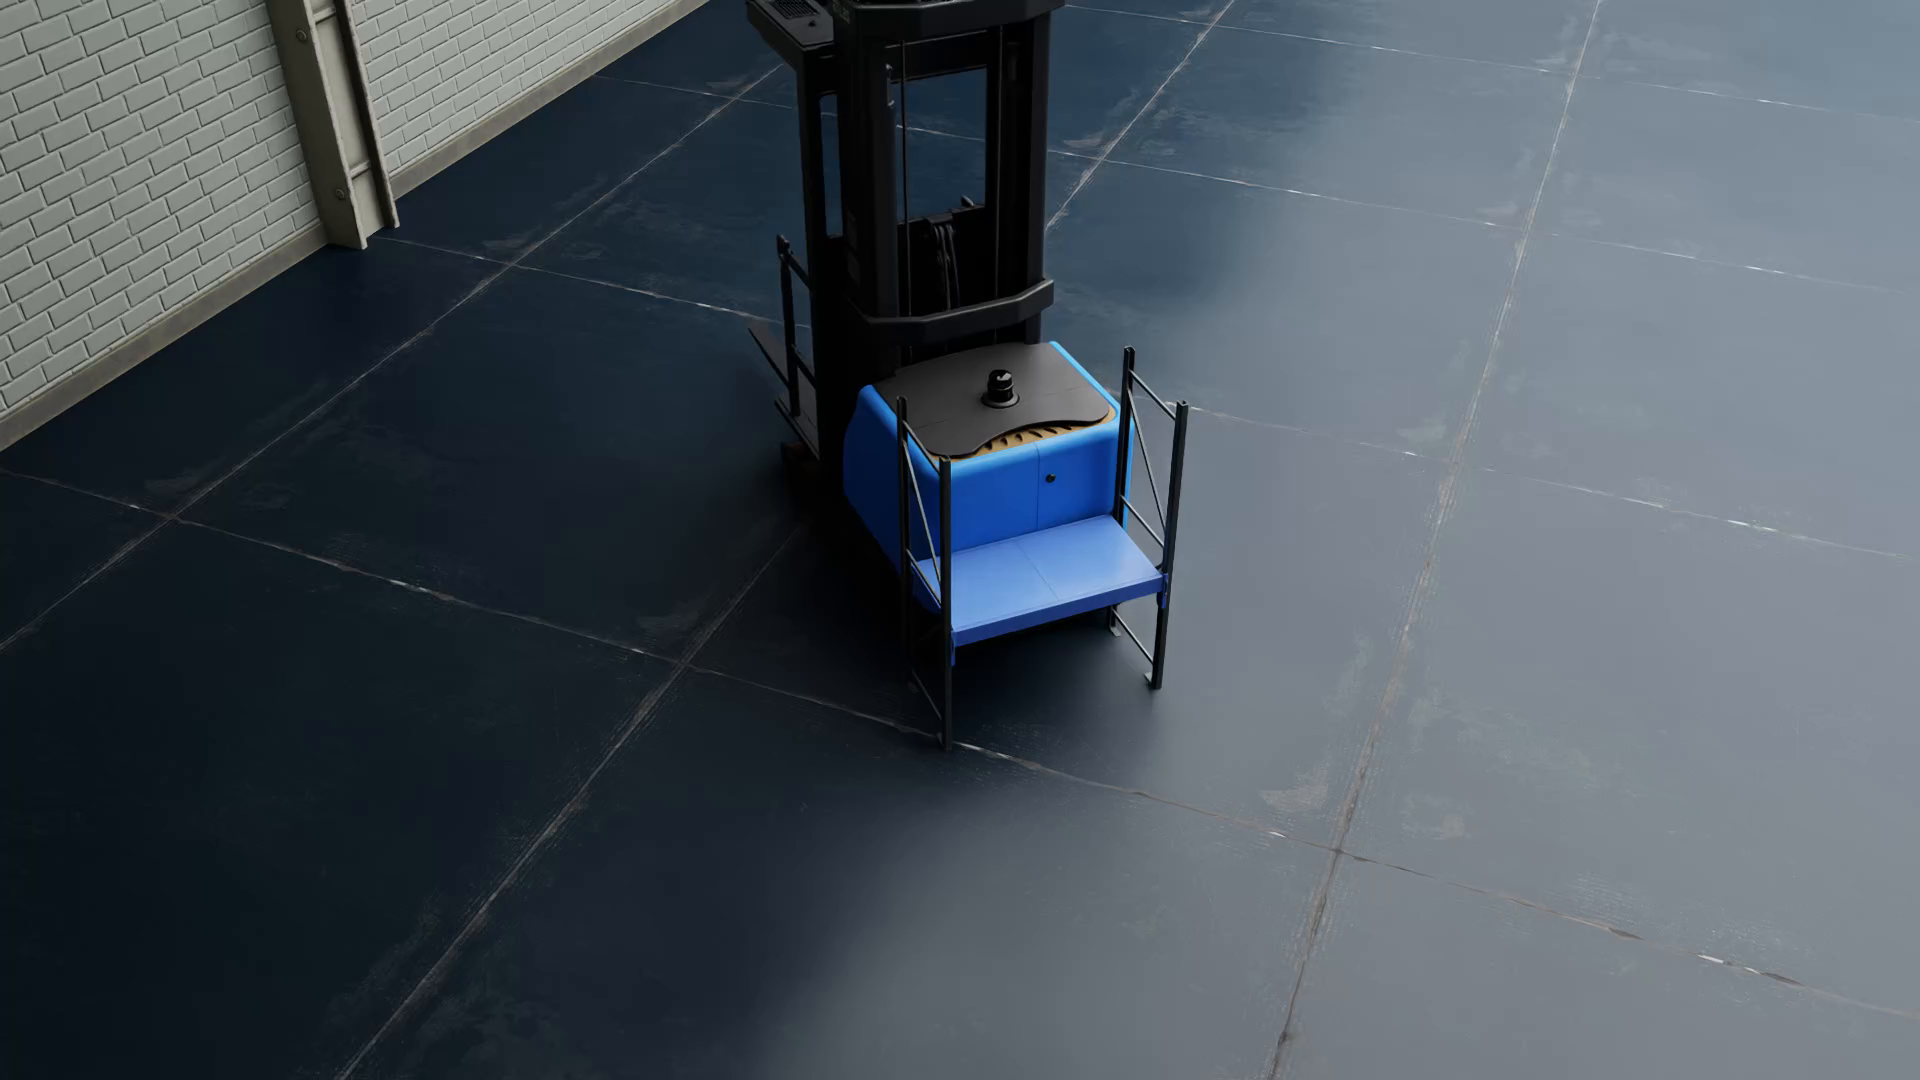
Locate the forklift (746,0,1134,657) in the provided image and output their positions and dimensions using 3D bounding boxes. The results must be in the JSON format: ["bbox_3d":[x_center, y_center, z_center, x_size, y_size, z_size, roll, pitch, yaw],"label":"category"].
[{"bbox_3d":[-0.293,-1.520,7.937,1.130,2.935,3.031,-15,39,-20],"label":"forklift"}]

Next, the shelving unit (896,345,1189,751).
[{"bbox_3d":[0.325,0.048,7.035,1.048,1.500,0.538,-14,39,-18],"label":"shelving unit"}]

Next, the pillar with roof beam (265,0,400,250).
[{"bbox_3d":[-0.001,-4.670,7.083,9.100,9.000,0.400,14,39,18],"label":"pillar with roof beam"}]

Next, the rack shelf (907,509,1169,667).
[{"bbox_3d":[0.325,0.192,7.142,1.000,0.185,0.538,-14,39,-18],"label":"rack shelf"}]

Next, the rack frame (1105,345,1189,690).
[{"bbox_3d":[0.794,-0.069,7.191,0.032,1.500,0.500,-14,39,-18],"label":"rack frame"}]

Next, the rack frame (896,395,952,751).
[{"bbox_3d":[-0.144,0.165,6.878,0.032,1.500,0.500,-14,39,-18],"label":"rack frame"}]
